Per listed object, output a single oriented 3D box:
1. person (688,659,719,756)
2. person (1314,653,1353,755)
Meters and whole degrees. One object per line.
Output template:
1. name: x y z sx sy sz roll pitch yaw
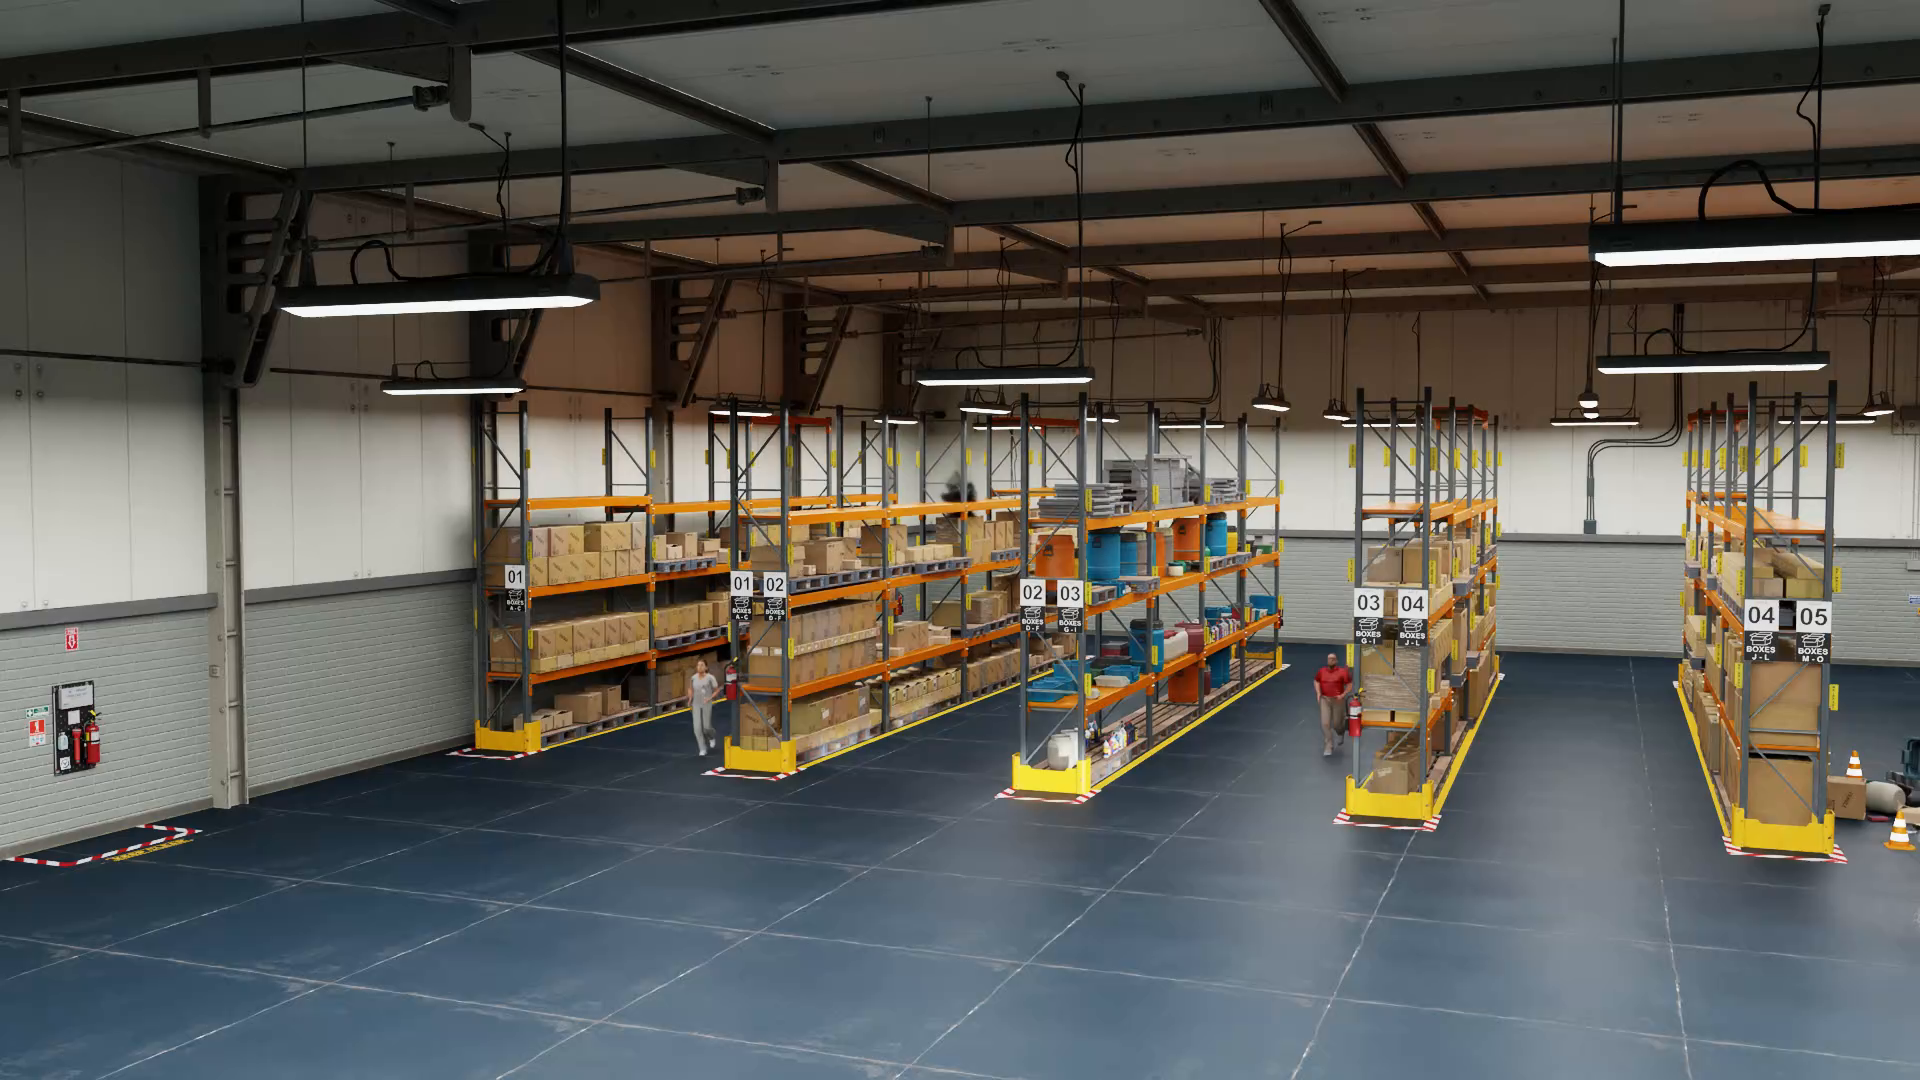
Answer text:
1. person: -4.347 2.823 28.144 0.555 1.612 0.621 1 3 11
2. person: 6.336 2.772 28.307 0.679 1.702 0.810 1 3 23
